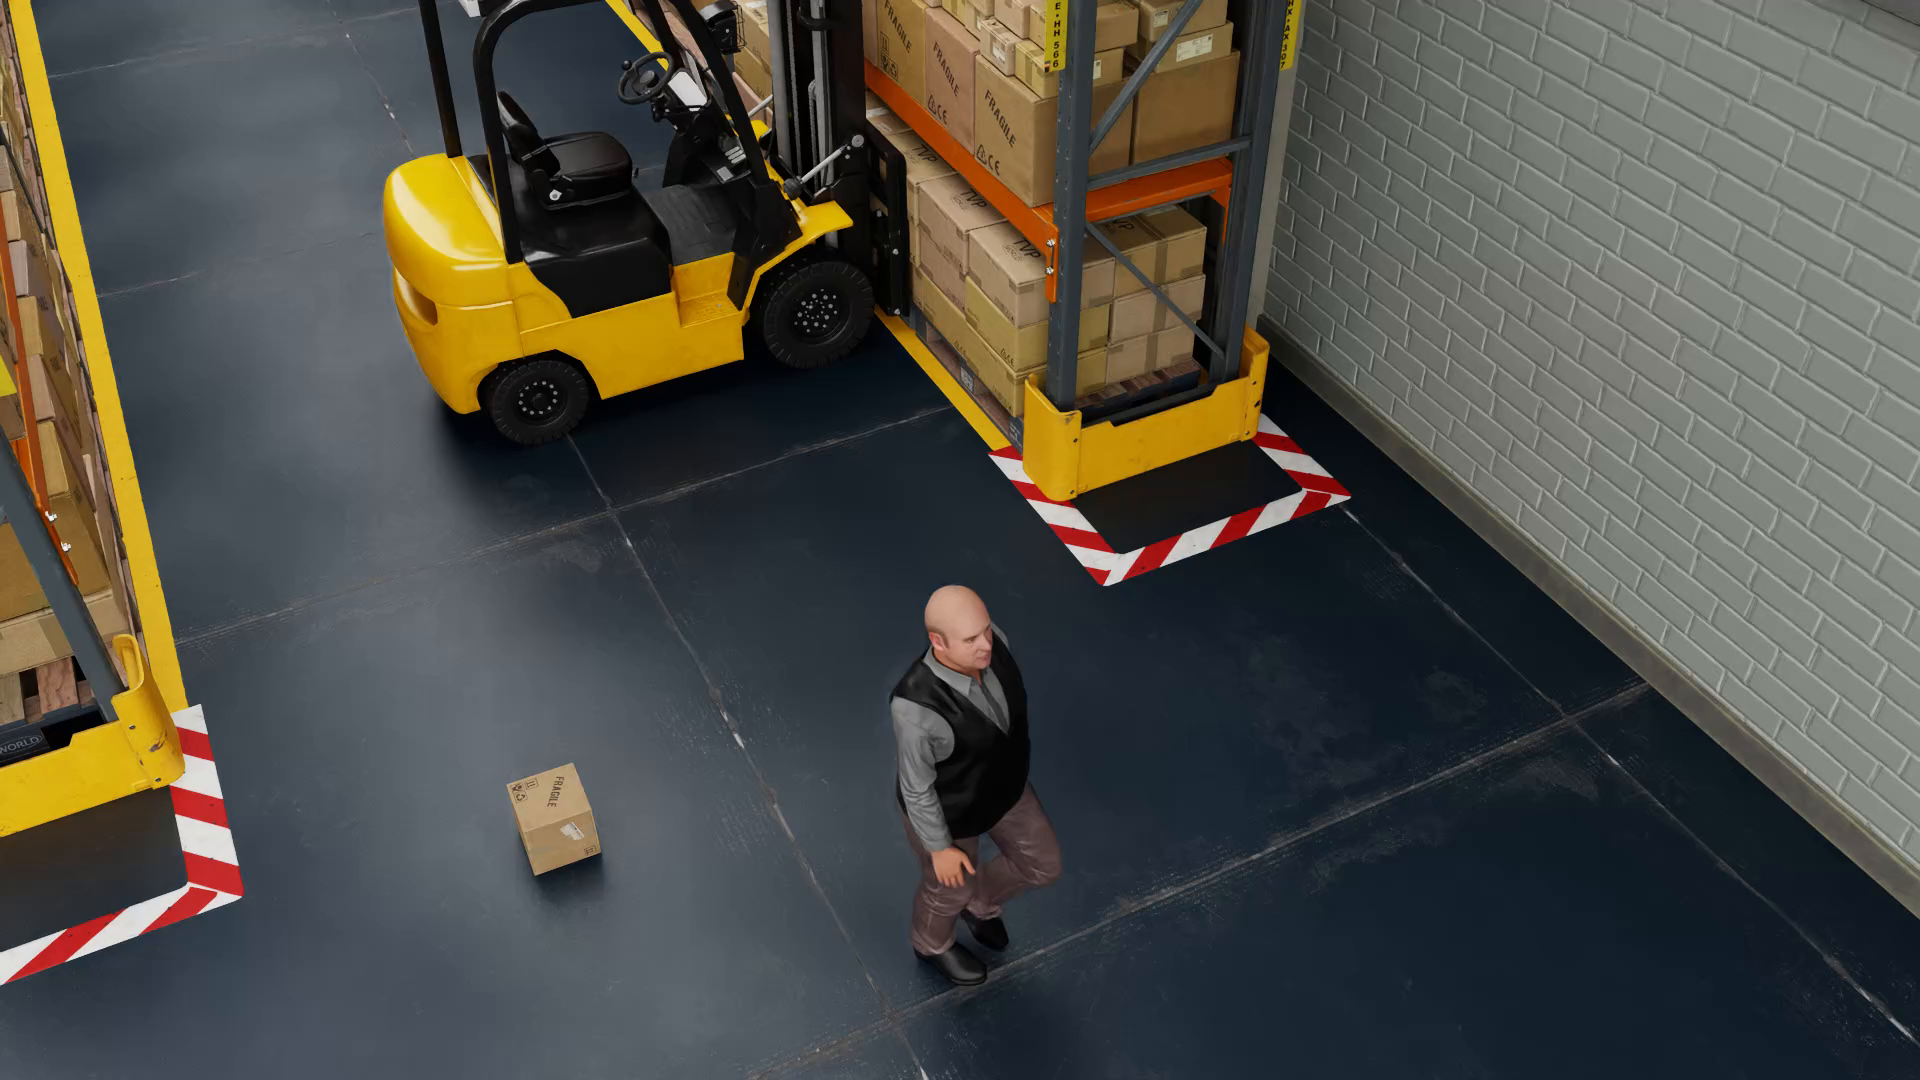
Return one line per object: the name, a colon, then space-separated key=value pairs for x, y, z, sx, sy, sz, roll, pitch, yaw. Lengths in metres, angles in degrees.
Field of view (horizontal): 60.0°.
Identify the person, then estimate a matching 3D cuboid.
person: x=0.044 y=0.830 z=5.204 sx=0.479 sy=1.750 sz=0.575 roll=26 pitch=47 yaw=27
